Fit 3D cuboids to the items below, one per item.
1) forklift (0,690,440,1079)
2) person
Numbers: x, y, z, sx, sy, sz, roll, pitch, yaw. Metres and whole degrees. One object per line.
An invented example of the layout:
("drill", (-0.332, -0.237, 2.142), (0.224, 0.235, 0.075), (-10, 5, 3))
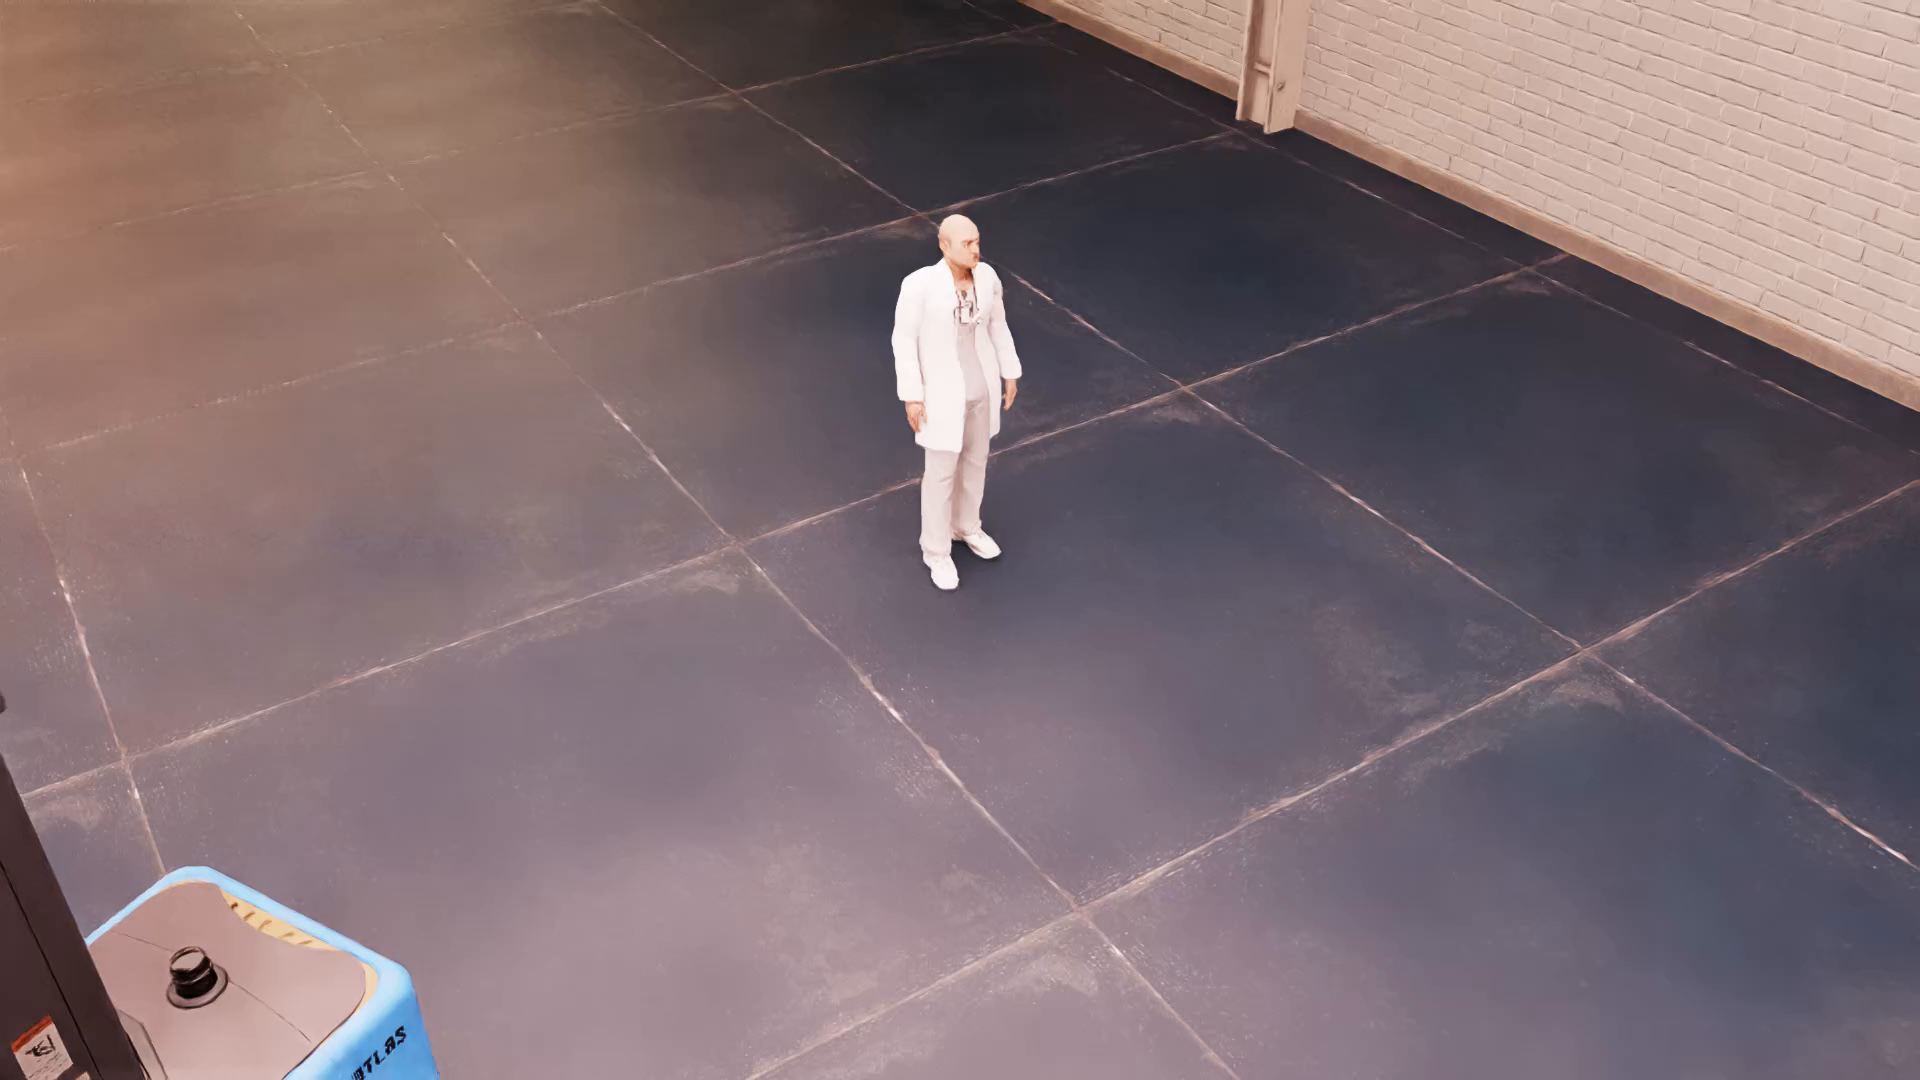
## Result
("forklift", (-2.787, 1.582, 3.896), (1.130, 2.935, 3.031), (18, 39, 23))
("person", (0.046, -0.688, 8.118), (0.694, 1.776, 0.579), (-21, 40, -27))
